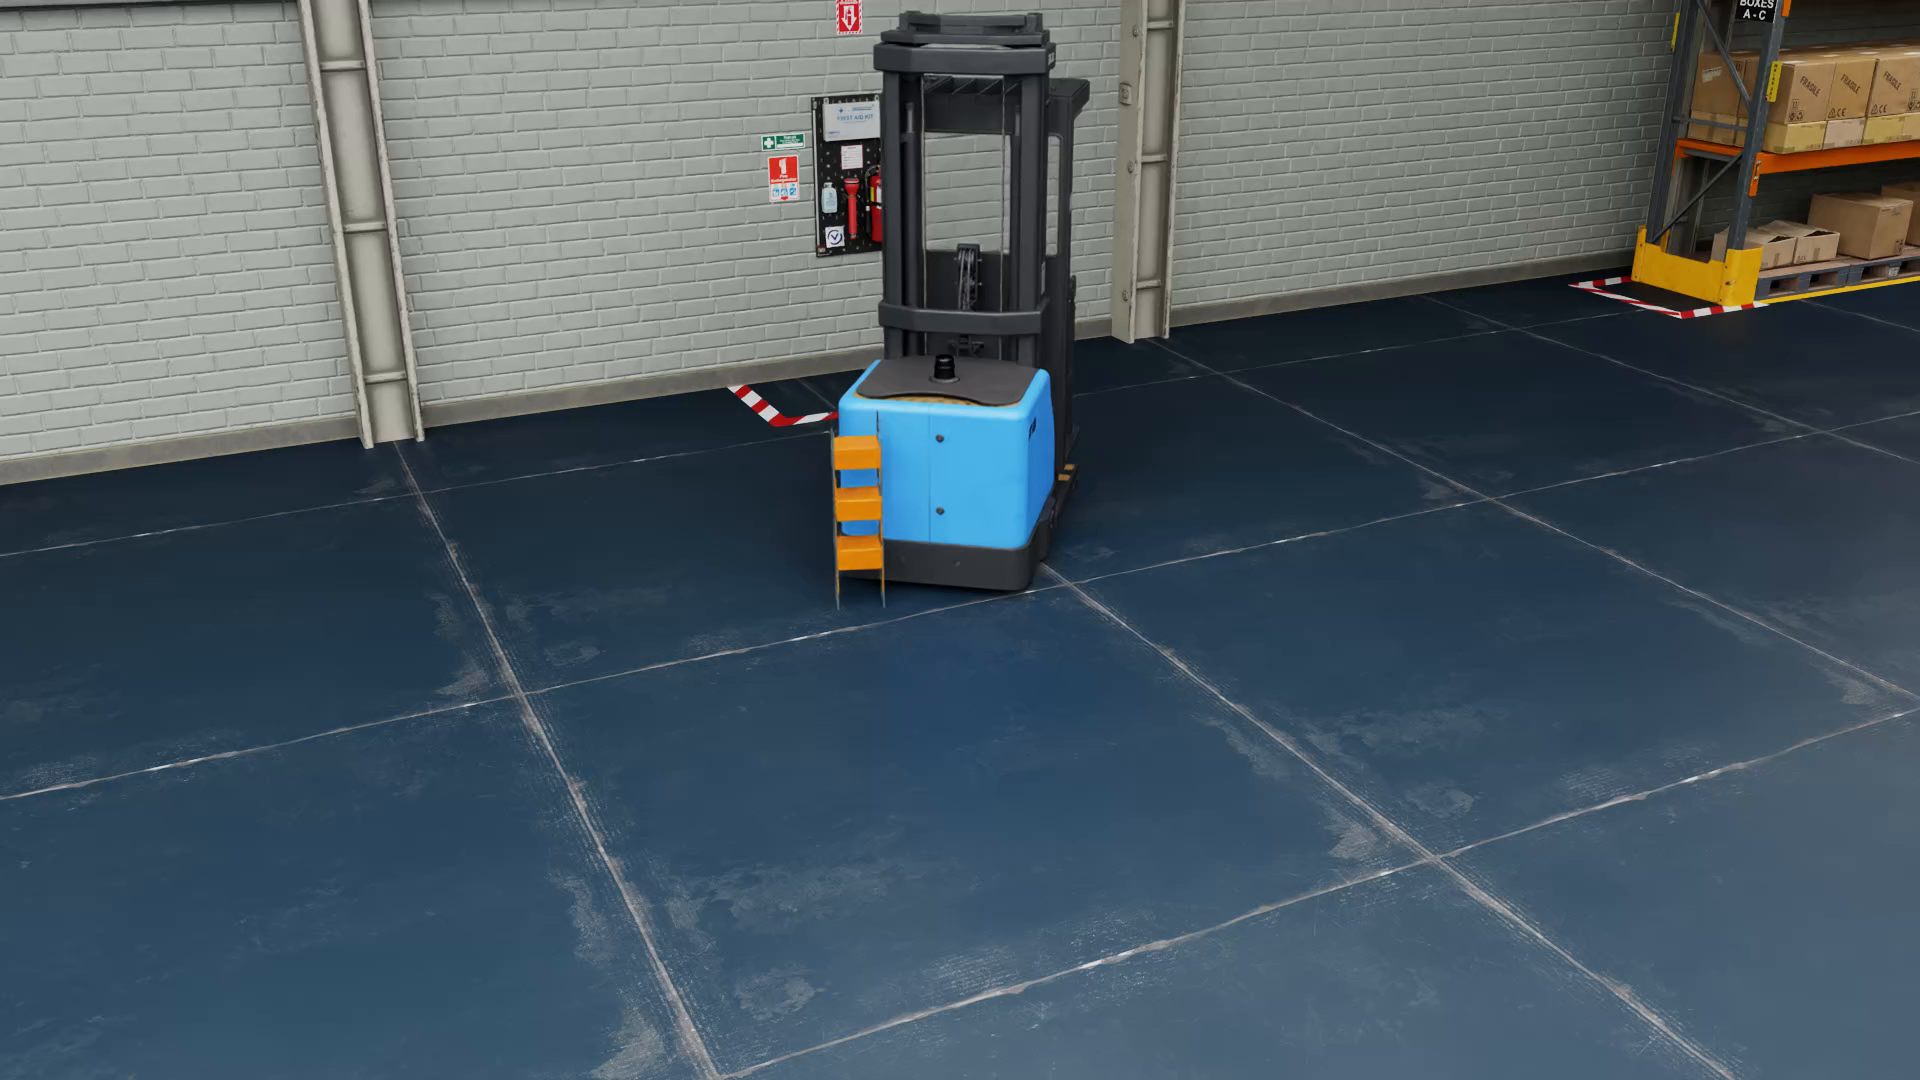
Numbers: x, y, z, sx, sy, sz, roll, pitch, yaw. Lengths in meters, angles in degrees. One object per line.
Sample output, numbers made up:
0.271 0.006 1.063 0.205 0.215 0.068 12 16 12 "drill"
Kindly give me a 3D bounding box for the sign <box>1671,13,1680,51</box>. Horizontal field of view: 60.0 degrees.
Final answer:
6.423 -4.541 14.872 0.005 0.325 0.100 -10 25 -24 "sign"

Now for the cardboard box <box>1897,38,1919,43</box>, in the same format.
9.269 -4.525 15.950 0.500 0.500 0.500 -11 25 -24 "cardboard box"

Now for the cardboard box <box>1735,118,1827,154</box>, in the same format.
7.224 -3.577 14.640 0.500 0.250 0.500 -11 25 -25 "cardboard box"

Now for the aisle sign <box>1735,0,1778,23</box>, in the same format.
6.711 -4.752 13.908 0.004 0.787 0.394 -10 25 -24 "aisle sign"

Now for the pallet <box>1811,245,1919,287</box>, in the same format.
8.560 -2.713 16.029 1.213 0.211 1.003 -10 25 -24 "pallet"

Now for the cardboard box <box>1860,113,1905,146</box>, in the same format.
8.147 -3.751 15.059 0.500 0.250 0.500 -11 25 -24 "cardboard box"

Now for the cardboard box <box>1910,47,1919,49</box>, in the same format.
9.053 -4.266 15.324 0.500 0.500 0.500 -11 25 -25 "cardboard box"

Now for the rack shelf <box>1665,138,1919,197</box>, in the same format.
8.448 -3.665 15.623 4.000 0.370 1.077 -10 25 -24 "rack shelf"

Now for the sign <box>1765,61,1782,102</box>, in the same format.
6.882 -3.879 14.067 0.005 0.325 0.100 -10 25 -24 "sign"

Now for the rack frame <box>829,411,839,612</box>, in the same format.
-0.659 -0.143 8.722 0.008 1.050 0.200 -3 23 -7 "rack frame"

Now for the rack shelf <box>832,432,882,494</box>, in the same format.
-0.538 -0.401 8.633 0.240 0.259 0.215 -3 23 -7 "rack shelf"

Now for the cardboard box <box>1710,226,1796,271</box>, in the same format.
7.309 -2.711 15.317 0.500 0.311 0.500 -14 26 -30 "cardboard box"

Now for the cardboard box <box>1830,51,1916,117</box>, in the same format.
8.125 -4.090 14.898 0.500 0.500 0.500 -11 25 -25 "cardboard box"

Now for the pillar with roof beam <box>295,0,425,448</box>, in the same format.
-2.044 -3.378 6.145 0.400 9.000 9.100 -10 25 -24 "pillar with roof beam"

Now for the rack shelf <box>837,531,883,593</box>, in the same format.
-0.538 0.117 8.848 0.240 0.259 0.215 -3 23 -7 "rack shelf"

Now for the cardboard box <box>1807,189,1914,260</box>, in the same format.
8.505 -2.997 15.761 0.500 0.500 0.700 -12 25 -27 "cardboard box"

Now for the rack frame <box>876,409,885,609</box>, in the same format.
-0.418 -0.155 8.753 0.008 1.050 0.200 -3 23 -7 "rack frame"

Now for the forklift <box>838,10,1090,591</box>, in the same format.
0.142 -1.617 9.823 1.130 2.935 3.031 5 23 11 "forklift"

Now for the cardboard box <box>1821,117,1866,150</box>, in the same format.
7.685 -3.668 14.860 0.500 0.250 0.500 -11 25 -25 "cardboard box"

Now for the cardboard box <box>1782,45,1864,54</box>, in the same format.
7.901 -4.271 15.336 0.500 0.500 0.500 -11 25 -25 "cardboard box"

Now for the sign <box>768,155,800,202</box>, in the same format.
-1.291 -2.648 12.179 0.234 0.329 0.001 -10 25 -24 "sign"

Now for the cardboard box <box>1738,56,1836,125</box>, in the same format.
7.207 -3.928 14.507 0.500 0.500 0.500 -10 25 -24 "cardboard box"

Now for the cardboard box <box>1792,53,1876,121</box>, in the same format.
7.656 -4.006 14.696 0.500 0.500 0.500 -10 25 -23 "cardboard box"

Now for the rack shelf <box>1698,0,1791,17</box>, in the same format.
8.448 -5.051 15.049 4.000 0.370 1.077 -10 25 -24 "rack shelf"

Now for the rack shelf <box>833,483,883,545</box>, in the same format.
-0.538 -0.139 8.742 0.240 0.259 0.215 -3 23 -7 "rack shelf"

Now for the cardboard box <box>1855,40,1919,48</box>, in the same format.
8.817 -4.445 15.755 0.500 0.500 0.500 -10 24 -22 "cardboard box"

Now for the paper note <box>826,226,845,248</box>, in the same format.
-0.937 -2.275 12.477 0.142 0.148 0.016 -10 25 -24 "paper note"

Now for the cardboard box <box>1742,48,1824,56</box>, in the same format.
7.437 -4.184 15.125 0.500 0.500 0.500 -10 25 -23 "cardboard box"

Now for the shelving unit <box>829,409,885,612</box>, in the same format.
-0.538 -0.149 8.737 0.252 1.050 0.215 -3 23 -7 "shelving unit"

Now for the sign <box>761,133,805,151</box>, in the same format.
-1.283 -2.891 12.072 0.331 0.109 0.001 -10 25 -24 "sign"

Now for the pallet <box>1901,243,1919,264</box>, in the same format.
9.661 -2.917 16.522 1.213 0.211 1.003 -10 25 -24 "pallet"

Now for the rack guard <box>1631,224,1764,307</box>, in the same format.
6.715 -2.524 15.193 0.348 0.500 1.175 -10 25 -24 "rack guard"

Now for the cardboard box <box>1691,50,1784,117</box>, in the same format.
6.979 -4.104 14.931 0.500 0.500 0.500 -11 25 -24 "cardboard box"

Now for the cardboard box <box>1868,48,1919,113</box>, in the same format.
8.585 -4.180 15.115 0.500 0.500 0.500 -10 24 -22 "cardboard box"

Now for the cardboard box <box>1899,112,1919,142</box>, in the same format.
8.603 -3.834 15.260 0.500 0.250 0.500 -10 25 -23 "cardboard box"

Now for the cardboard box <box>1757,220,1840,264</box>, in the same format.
7.822 -2.805 15.545 0.500 0.311 0.500 -8 24 -19 "cardboard box"

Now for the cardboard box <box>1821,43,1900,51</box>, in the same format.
8.354 -4.355 15.537 0.500 0.500 0.500 -10 25 -23 "cardboard box"

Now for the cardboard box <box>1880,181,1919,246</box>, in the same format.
9.333 -3.192 16.232 0.500 0.500 0.500 -12 26 -28 "cardboard box"

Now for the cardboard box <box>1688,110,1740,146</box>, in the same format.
6.983 -3.750 15.058 0.500 0.250 0.500 -10 25 -23 "cardboard box"

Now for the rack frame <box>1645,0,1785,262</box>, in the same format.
6.646 -3.666 14.684 0.127 3.000 1.000 -10 25 -24 "rack frame"

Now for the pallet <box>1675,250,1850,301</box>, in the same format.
7.462 -2.513 15.544 1.213 0.211 1.003 -10 25 -24 "pallet"

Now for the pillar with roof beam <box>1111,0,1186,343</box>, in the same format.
3.362 -4.373 8.549 0.400 9.000 9.100 -10 25 -24 "pillar with roof beam"

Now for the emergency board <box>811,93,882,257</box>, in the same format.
-0.748 -2.688 12.322 0.643 1.169 0.194 -10 25 -24 "emergency board"

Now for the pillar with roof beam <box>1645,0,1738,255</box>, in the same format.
8.769 -5.368 10.953 0.400 9.000 9.100 -10 25 -24 "pillar with roof beam"

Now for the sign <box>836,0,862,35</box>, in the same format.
-0.798 -3.792 11.958 0.199 0.298 0.001 -10 25 -24 "sign"
